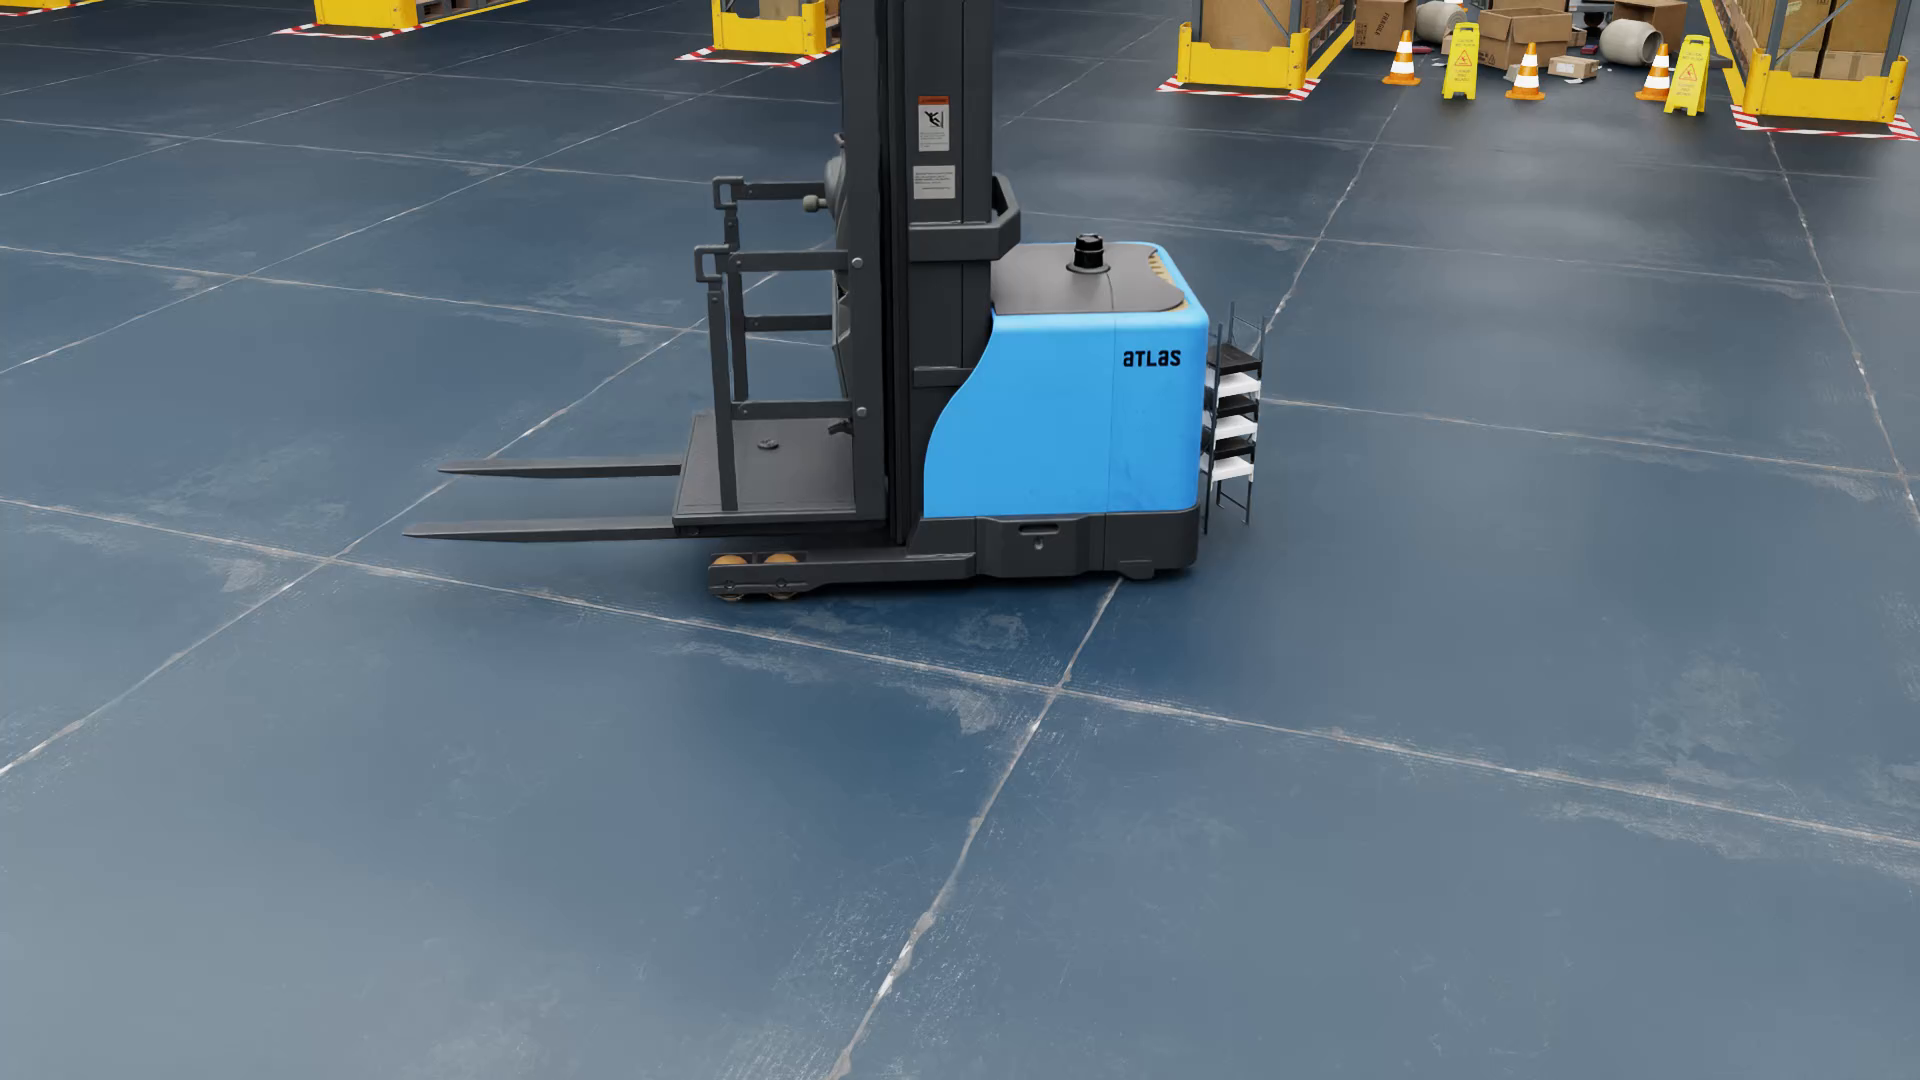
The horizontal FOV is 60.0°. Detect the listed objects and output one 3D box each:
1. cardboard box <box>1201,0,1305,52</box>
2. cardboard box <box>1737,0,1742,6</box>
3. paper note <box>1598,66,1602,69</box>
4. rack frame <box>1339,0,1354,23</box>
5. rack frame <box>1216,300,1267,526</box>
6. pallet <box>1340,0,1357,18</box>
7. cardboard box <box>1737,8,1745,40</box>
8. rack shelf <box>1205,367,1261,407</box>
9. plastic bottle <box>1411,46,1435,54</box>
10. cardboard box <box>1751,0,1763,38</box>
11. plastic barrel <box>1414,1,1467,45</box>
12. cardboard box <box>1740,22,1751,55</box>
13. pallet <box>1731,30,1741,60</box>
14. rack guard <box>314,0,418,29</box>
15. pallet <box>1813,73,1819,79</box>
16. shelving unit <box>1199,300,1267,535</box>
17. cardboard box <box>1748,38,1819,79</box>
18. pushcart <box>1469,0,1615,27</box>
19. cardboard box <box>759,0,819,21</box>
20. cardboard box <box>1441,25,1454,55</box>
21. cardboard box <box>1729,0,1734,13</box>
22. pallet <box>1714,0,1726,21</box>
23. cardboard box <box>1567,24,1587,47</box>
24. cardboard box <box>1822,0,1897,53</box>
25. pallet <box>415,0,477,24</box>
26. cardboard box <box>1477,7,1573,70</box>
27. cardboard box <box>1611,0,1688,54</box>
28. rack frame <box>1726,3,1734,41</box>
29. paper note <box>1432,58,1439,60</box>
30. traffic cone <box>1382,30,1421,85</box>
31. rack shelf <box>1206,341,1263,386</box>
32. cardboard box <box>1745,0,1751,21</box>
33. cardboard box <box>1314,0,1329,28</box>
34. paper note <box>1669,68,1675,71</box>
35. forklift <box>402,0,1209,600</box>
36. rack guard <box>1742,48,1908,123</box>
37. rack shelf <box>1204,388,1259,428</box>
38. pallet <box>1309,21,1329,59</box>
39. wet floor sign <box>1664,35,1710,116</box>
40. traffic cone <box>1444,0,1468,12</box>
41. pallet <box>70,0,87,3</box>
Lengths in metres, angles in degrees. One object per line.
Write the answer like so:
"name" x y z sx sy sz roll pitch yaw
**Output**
"cardboard box" 2.808 -5.180 15.963 0.875 0.875 0.875 9 27 18
"cardboard box" 8.226 -5.712 16.918 0.500 0.500 0.500 10 28 20
"paper note" 6.208 -4.646 16.323 0.148 0.019 0.142 20 32 35
"rack frame" 3.976 -7.303 18.391 1.000 3.000 0.127 9 27 17
"rack frame" 1.142 -0.512 6.774 0.006 0.900 0.240 -12 28 -23
"pallet" 4.162 -6.376 19.676 1.003 0.211 1.213 9 27 17
"cardboard box" 8.059 -5.154 16.625 0.500 0.250 0.500 10 28 20
"rack shelf" 1.050 -0.625 6.671 0.200 0.077 0.258 -12 28 -23
"plastic bottle" 4.719 -5.034 17.077 0.283 0.061 0.133 0 26 -1
"cardboard box" 7.537 -4.854 15.145 0.500 0.500 0.500 10 28 19
"plastic barrel" 5.045 -5.455 17.530 0.421 0.421 0.512 -14 29 -27
"cardboard box" 7.710 -4.733 15.756 0.500 0.250 0.500 8 27 16
"pallet" 8.487 -5.090 17.021 1.003 0.211 1.213 9 27 17
"rack guard" -6.689 -6.051 18.674 1.175 0.500 0.348 9 27 17
"pallet" 7.675 -4.088 14.950 1.003 0.211 1.213 9 27 17
"shelving unit" 1.050 -0.493 6.735 0.210 0.900 0.258 -12 28 -23
"cardboard box" 7.370 -4.315 14.894 0.500 0.250 0.500 9 27 17
"pushcart" 6.511 -5.756 18.206 1.648 0.377 0.936 0 26 -1
"cardboard box" -1.775 -5.738 17.545 0.500 0.500 0.500 14 29 27
"cardboard box" 5.141 -5.099 16.976 0.396 0.266 0.258 14 29 26
"cardboard box" 8.850 -5.849 17.921 0.950 0.372 0.625 9 27 18
"pallet" 9.339 -6.195 19.302 1.003 0.211 1.213 9 27 17
"cardboard box" 6.382 -5.372 17.541 0.258 0.266 0.396 -9 27 -18
"cardboard box" 7.883 -4.573 14.565 0.500 0.500 0.500 8 27 16
"pallet" -6.413 -6.254 19.425 1.003 0.211 1.213 9 27 17
"cardboard box" 5.543 -4.948 16.392 0.797 0.503 0.637 -9 27 -18
"cardboard box" 7.038 -5.260 17.036 0.500 0.500 0.500 -14 29 -27
"rack frame" 8.677 -6.626 16.994 1.000 3.000 0.127 9 27 17
"paper note" 4.785 -4.835 16.725 0.123 0.001 0.032 -20 33 -36
"traffic cone" 4.161 -4.529 15.574 0.336 0.463 0.334 9 27 17
"rack shelf" 1.050 -0.706 6.632 0.200 0.077 0.258 -12 28 -23
"cardboard box" 7.885 -5.278 16.021 0.500 0.500 0.500 10 28 20
"cardboard box" 3.404 -5.916 17.483 0.875 0.875 0.875 9 27 18
"paper note" 6.912 -4.596 16.207 0.142 0.019 0.148 0 26 -1
"forklift" -0.622 -1.331 6.135 3.031 2.935 1.130 -2 26 -4
"rack guard" 7.372 -3.889 14.208 1.175 0.500 0.348 9 27 17
"rack shelf" 1.050 -0.544 6.710 0.200 0.077 0.258 -12 28 -23
"pallet" 3.245 -5.243 17.338 1.003 0.211 1.213 9 27 17
"wet floor sign" 6.274 -4.000 14.271 0.267 0.644 0.232 20 32 35
"traffic cone" 5.846 -6.493 19.630 0.336 0.463 0.334 9 27 17
"pallet" -11.124 -6.923 20.807 1.003 0.211 1.213 9 27 17
